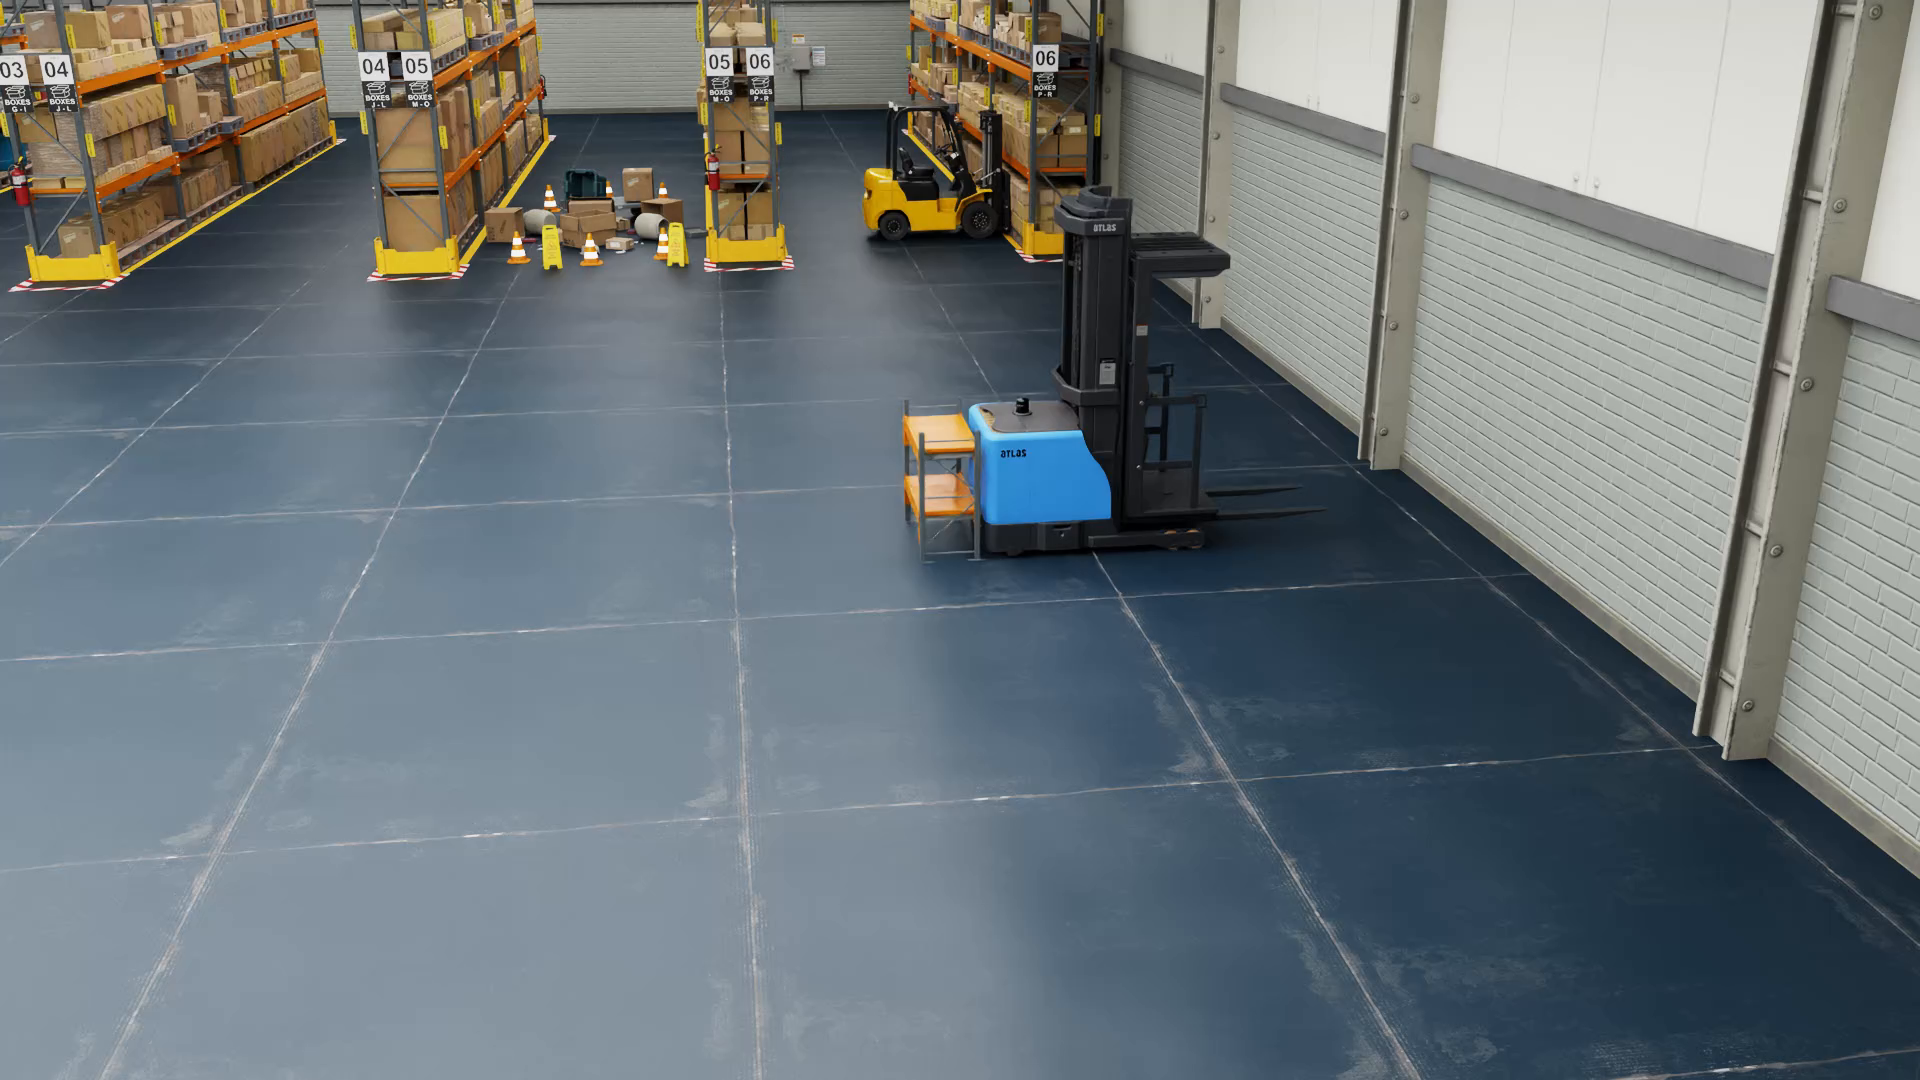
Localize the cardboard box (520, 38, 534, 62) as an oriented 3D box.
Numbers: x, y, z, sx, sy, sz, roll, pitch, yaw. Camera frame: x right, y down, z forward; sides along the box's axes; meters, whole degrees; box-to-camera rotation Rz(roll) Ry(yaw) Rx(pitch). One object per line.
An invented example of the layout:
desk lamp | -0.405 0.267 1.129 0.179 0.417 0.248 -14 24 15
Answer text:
cardboard box | -10.037 -11.185 37.954 0.500 0.500 0.500 -2 21 -5

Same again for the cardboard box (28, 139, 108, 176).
cardboard box | -13.175 -5.655 24.575 0.875 0.500 0.500 -3 21 -8

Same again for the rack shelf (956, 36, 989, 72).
rack shelf | 0.730 -9.174 31.306 1.077 0.370 4.000 -3 21 -8

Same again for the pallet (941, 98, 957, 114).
pallet | 0.275 -8.939 34.211 1.213 0.211 1.003 -3 21 -8

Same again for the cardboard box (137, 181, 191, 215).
cardboard box | -13.766 -5.910 28.772 0.700 0.500 0.500 -5 21 -12

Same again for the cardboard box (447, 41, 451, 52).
cardboard box | -8.151 -7.683 25.902 0.380 0.149 0.250 -3 21 -7

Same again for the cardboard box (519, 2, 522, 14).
cardboard box | -9.829 -11.567 36.186 0.500 0.250 0.500 -3 21 -8

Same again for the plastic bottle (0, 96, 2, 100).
plastic bottle | -19.440 -8.849 33.768 0.144 0.351 0.185 -3 21 -8

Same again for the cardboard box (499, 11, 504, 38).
cardboard box | -9.251 -10.098 32.609 0.500 0.500 0.500 -3 21 -8

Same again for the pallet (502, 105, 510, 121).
pallet | -9.561 -8.413 32.803 1.213 0.211 1.003 -3 21 -8

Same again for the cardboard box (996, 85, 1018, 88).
cardboard box | 0.919 -8.787 32.460 0.380 0.149 0.250 -3 21 -9

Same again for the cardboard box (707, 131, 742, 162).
cardboard box | -3.667 -6.137 25.866 0.500 0.500 0.500 -3 21 -9

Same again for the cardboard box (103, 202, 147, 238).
cardboard box | -13.424 -5.138 26.732 0.500 0.500 0.500 -5 21 -13

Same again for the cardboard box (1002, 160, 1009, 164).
cardboard box | 0.778 -6.607 29.593 0.500 0.250 0.500 -3 21 -9

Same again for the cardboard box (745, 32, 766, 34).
cardboard box | -3.155 -7.838 25.920 0.380 0.149 0.250 -3 21 -8

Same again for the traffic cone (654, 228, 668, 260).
traffic cone | -4.655 -4.672 26.138 0.336 0.463 0.334 -3 21 -8

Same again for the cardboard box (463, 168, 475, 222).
cardboard box | -8.755 -5.857 28.121 0.875 0.875 0.875 -3 21 -7

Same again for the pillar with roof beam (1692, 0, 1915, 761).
pillar with roof beam | 0.721 -2.676 8.593 9.100 9.000 0.400 -3 21 -8

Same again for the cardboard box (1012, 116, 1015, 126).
cardboard box | 1.059 -6.928 27.481 0.380 0.149 0.250 -3 21 -7

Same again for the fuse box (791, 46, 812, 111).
fuse box | -4.359 -12.719 45.899 0.539 1.711 0.414 -3 21 -8

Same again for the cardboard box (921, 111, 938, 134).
cardboard box | -0.655 -9.891 39.458 0.500 0.500 0.500 -3 21 -7

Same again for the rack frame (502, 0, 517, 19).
rack frame | -9.930 -12.457 34.782 1.000 3.000 0.127 -3 21 -8

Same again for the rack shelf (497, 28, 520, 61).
rack shelf | -9.641 -10.022 33.578 1.077 0.370 4.000 -3 21 -8

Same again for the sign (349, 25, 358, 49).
sign | -8.739 -7.252 23.981 0.100 0.325 0.005 -3 21 -8

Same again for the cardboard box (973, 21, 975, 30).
cardboard box | 0.448 -9.577 30.972 0.380 0.149 0.250 -3 21 -8

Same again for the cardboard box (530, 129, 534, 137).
cardboard box | -9.887 -9.235 37.778 0.380 0.149 0.250 -3 21 -8

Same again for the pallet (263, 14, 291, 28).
pallet | -14.960 -11.079 35.506 1.003 0.211 1.213 -3 21 -8

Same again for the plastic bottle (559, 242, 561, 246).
plastic bottle | -6.622 -4.844 27.173 0.133 0.061 0.283 -11 23 -26

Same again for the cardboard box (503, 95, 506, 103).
cardboard box | -9.377 -8.877 33.531 0.380 0.149 0.250 -2 21 -6

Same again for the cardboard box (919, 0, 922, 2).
cardboard box | -0.672 -12.584 38.483 0.500 0.250 0.500 -2 21 -6

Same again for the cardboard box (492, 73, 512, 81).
cardboard box | -9.604 -9.693 34.863 0.380 0.149 0.250 -4 21 -9

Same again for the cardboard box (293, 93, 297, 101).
cardboard box | -14.642 -9.615 36.106 0.380 0.149 0.250 -2 21 -6

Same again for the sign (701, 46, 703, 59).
sign | -6.173 -11.733 40.067 0.100 0.325 0.005 -3 21 -8

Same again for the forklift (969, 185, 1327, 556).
forklift | 1.627 -1.463 14.017 3.031 2.935 1.130 -3 21 -8

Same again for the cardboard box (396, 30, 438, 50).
cardboard box | -8.015 -7.390 24.548 0.500 0.250 0.500 -3 21 -8

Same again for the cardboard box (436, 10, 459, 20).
cardboard box | -8.336 -8.496 26.941 0.380 0.149 0.250 -3 21 -8

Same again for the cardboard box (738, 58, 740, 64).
cardboard box | -3.417 -7.815 26.999 0.380 0.149 0.250 -3 21 -8

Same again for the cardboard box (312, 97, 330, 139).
cardboard box | -15.258 -9.800 38.679 0.875 0.875 0.875 -3 21 -8

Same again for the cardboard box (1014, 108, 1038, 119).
cardboard box | 1.095 -6.979 27.194 0.380 0.149 0.250 -2 21 -6

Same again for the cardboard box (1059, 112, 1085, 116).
cardboard box | 1.782 -6.740 26.555 0.380 0.149 0.250 -2 21 -6

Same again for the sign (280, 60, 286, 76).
sign | -14.317 -9.967 35.149 0.100 0.325 0.005 -3 21 -8

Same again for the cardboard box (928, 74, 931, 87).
cardboard box | -0.449 -10.416 37.680 0.500 0.250 0.500 -2 21 -6

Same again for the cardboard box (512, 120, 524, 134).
cardboard box | -9.572 -8.778 35.408 0.500 0.250 0.500 -3 21 -9

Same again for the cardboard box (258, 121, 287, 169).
cardboard box | -14.611 -8.103 34.135 1.225 0.875 0.875 -4 21 -10

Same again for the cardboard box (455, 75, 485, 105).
cardboard box | -9.148 -8.268 30.569 0.700 0.500 0.500 -3 21 -9

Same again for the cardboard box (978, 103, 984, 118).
cardboard box | 0.614 -7.912 30.686 0.500 0.250 0.500 -3 21 -9

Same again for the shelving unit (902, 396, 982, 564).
shelving unit | -0.161 -0.523 14.084 0.538 1.125 1.048 -3 21 -8

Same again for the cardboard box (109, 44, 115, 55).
cardboard box | -13.220 -7.531 25.526 0.380 0.149 0.250 -4 21 -10

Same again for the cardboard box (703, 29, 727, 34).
cardboard box | -3.911 -8.069 26.540 0.380 0.149 0.250 -2 21 -6

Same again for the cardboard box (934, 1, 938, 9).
cardboard box | -0.359 -11.461 35.593 0.380 0.149 0.250 -3 21 -9

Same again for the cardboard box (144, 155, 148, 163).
cardboard box | -13.322 -6.133 26.784 0.380 0.149 0.250 -3 21 -8

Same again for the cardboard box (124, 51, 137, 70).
cardboard box | -13.231 -7.494 25.996 0.500 0.250 0.500 -3 21 -8

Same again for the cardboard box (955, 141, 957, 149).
cardboard box | 0.168 -7.959 34.286 0.500 0.500 0.500 -2 21 -6

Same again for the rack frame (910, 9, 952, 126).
rack frame | -0.711 -11.568 40.975 1.000 3.000 0.127 -3 21 -8

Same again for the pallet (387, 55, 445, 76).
pallet | -8.317 -7.112 24.884 1.003 0.211 1.213 -3 21 -8

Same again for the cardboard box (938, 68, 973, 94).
cardboard box | -0.098 -9.797 35.490 0.700 0.500 0.500 -3 21 -8
